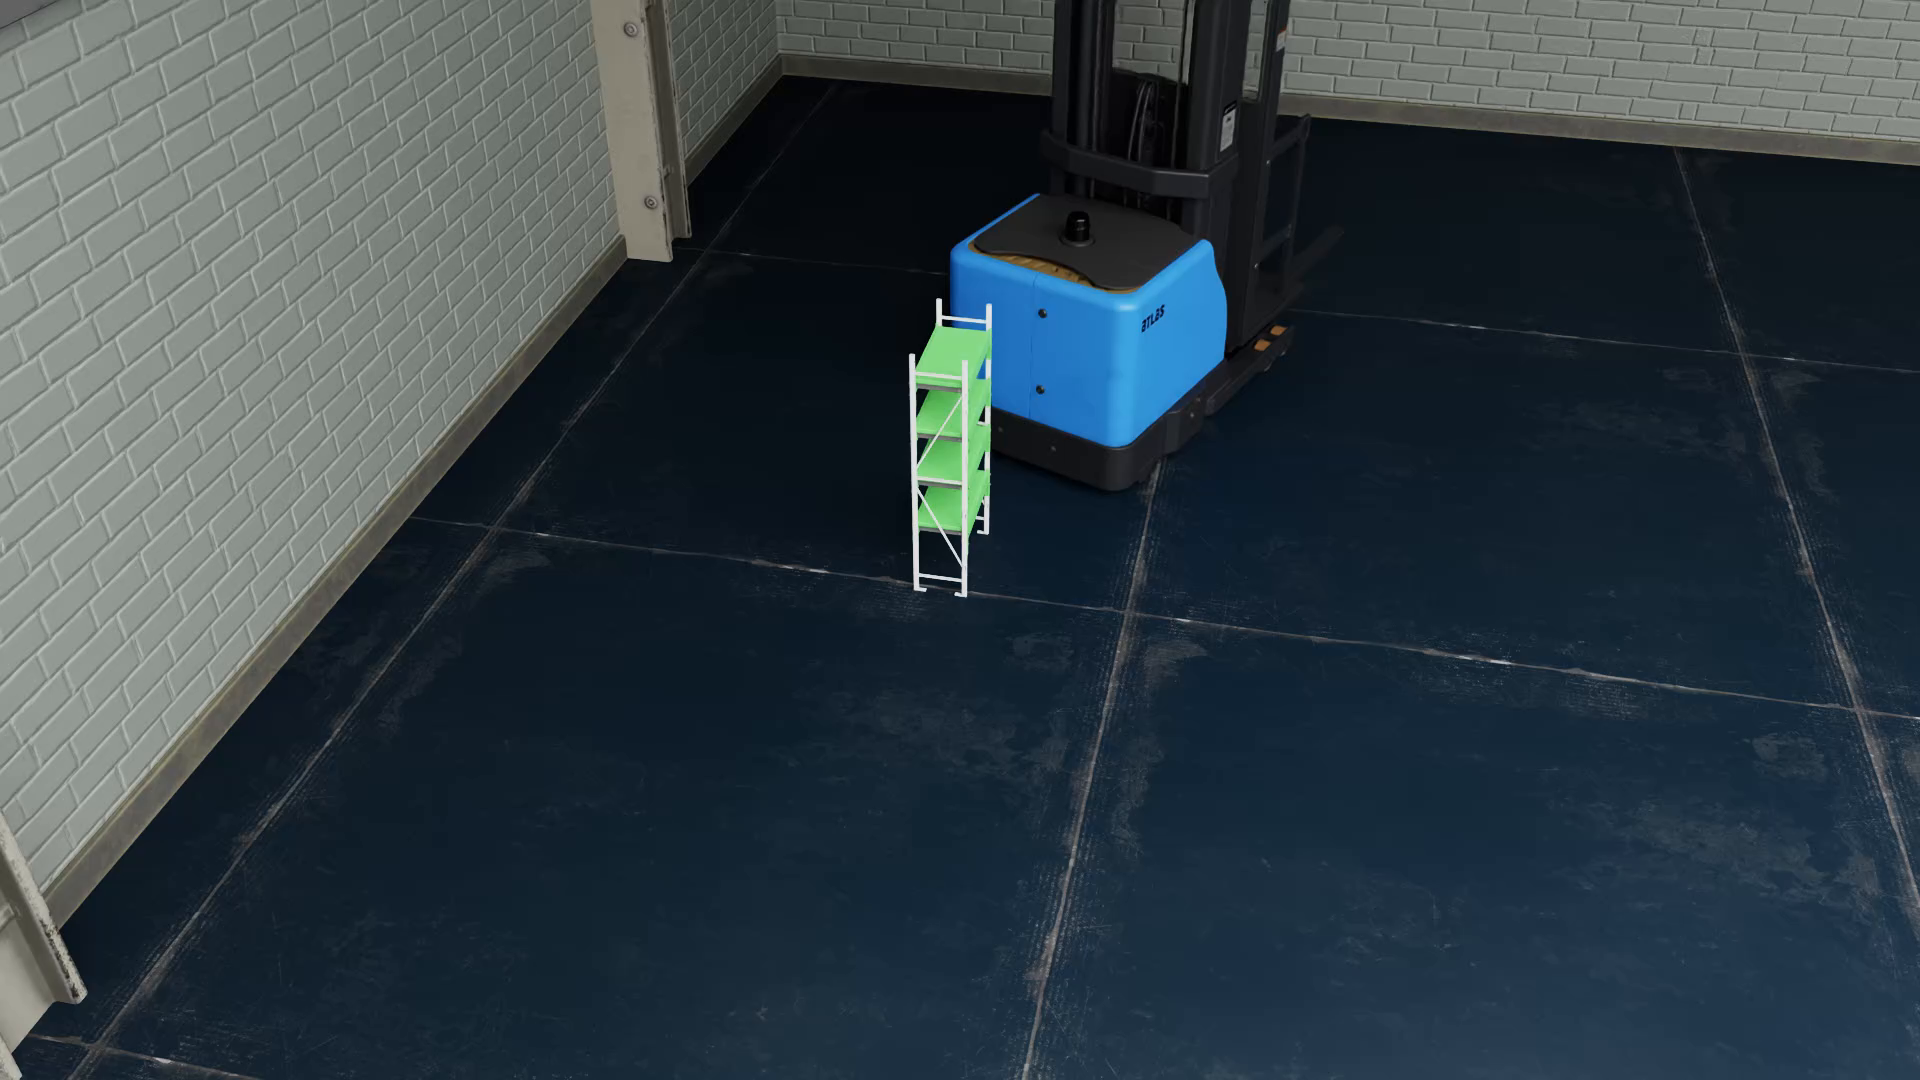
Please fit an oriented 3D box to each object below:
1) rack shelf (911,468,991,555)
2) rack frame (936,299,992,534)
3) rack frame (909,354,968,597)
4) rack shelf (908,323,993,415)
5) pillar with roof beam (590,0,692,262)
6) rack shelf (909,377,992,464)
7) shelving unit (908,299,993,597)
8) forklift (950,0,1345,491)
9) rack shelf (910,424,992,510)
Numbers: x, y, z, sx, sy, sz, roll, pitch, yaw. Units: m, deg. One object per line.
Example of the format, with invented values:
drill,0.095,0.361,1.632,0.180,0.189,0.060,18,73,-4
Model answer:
rack shelf,-0.035,-0.145,7.445,0.258,0.148,0.480,7,37,10
rack frame,0.017,-0.531,7.460,0.240,1.200,0.015,7,37,10
rack frame,-0.087,-0.251,7.074,0.240,1.200,0.015,7,37,10
rack shelf,-0.035,-0.728,7.023,0.258,0.148,0.480,7,37,10
pillar with roof beam,2.341,-4.920,6.870,9.100,9.000,0.400,7,37,10
rack shelf,-0.035,-0.534,7.164,0.258,0.148,0.480,7,37,10
shelving unit,-0.035,-0.391,7.267,0.258,1.200,0.503,7,37,10
forklift,1.177,-2.247,8.352,1.130,2.935,3.031,22,41,27
rack shelf,-0.035,-0.339,7.304,0.258,0.148,0.480,7,37,10
